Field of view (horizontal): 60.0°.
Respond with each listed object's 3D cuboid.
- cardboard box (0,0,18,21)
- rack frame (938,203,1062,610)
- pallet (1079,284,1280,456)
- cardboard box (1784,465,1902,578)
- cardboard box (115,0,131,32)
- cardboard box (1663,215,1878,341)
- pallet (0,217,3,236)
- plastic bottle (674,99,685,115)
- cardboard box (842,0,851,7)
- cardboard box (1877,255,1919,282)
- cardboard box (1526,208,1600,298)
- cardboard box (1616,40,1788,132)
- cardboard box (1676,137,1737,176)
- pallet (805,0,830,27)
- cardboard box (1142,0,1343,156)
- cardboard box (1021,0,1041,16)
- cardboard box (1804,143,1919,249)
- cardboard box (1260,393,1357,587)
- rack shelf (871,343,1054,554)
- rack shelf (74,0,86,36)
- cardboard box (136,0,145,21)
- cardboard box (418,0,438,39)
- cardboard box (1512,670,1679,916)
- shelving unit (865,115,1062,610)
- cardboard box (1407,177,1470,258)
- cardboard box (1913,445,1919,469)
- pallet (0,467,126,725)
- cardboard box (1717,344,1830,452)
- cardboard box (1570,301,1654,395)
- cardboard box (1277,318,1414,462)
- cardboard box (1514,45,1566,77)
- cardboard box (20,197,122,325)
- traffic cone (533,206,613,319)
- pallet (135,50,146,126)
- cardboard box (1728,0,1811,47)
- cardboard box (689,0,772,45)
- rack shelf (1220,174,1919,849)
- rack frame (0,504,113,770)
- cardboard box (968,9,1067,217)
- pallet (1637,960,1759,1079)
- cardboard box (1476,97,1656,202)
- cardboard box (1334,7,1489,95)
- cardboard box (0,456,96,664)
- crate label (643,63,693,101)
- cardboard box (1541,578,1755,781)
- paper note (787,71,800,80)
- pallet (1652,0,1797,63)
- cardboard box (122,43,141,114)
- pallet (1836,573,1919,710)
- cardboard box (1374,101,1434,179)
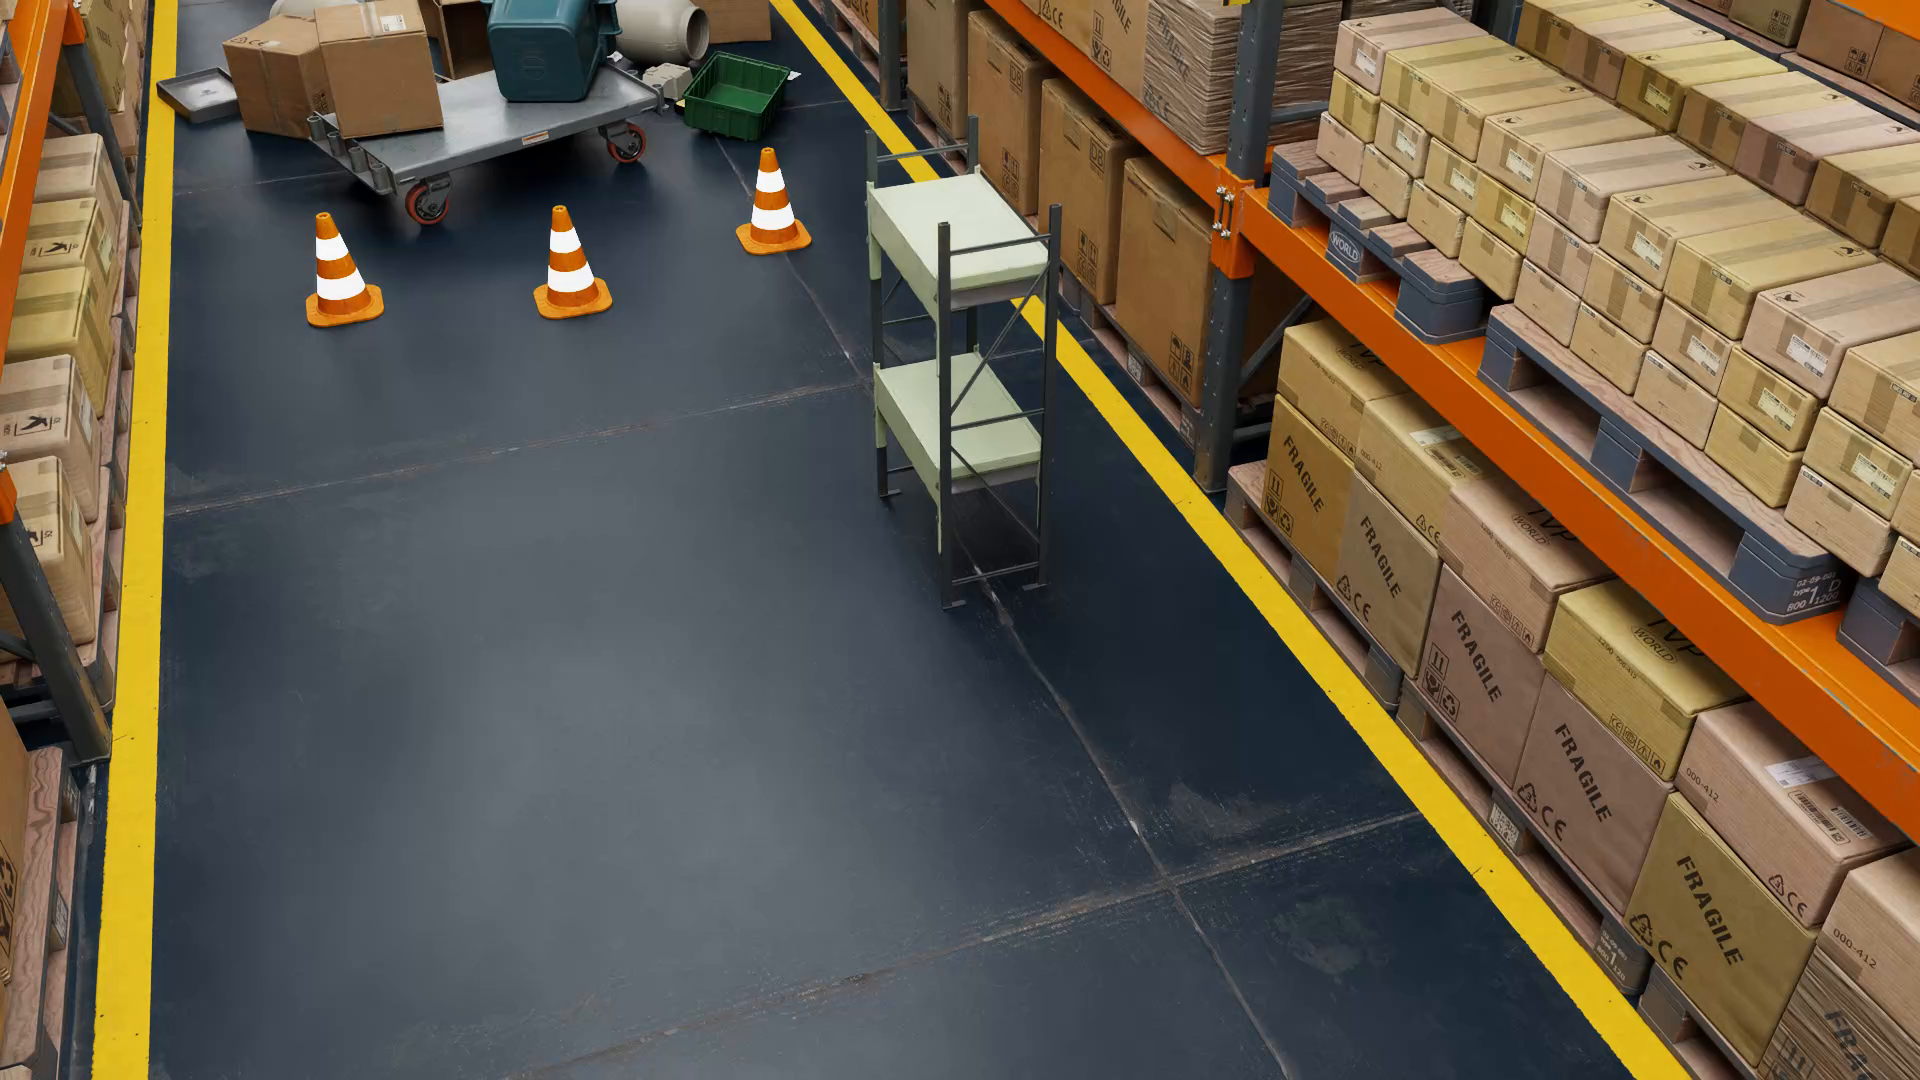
[{"bbox_3d":[-3.856,-2.085,6.385,0.380,0.149,0.250,-12,39,-16],"label":"cardboard box"},{"bbox_3d":[0.124,-0.396,5.529,0.400,1.500,0.023,-12,39,-16],"label":"rack frame"},{"bbox_3d":[1.209,-0.855,7.210,1.003,0.211,1.213,-12,39,-16],"label":"pallet"},{"bbox_3d":[2.102,-0.084,3.729,0.380,0.149,0.250,-14,39,-18],"label":"cardboard box"},{"bbox_3d":[-4.902,-3.037,9.102,0.500,0.500,0.500,-10,38,-14],"label":"cardboard box"},{"bbox_3d":[1.922,-0.628,3.956,0.380,0.149,0.250,-13,39,-17],"label":"cardboard box"},{"bbox_3d":[-3.549,-0.730,4.885,1.213,0.211,1.003,-12,39,-16],"label":"pallet"},{"bbox_3d":[-1.479,-2.437,9.435,0.283,0.061,0.133,27,44,31],"label":"plastic bottle"},{"bbox_3d":[-0.432,-3.965,10.437,0.875,0.875,0.875,-12,39,-16],"label":"cardboard box"},{"bbox_3d":[2.542,-0.635,4.213,0.380,0.149,0.250,-13,39,-17],"label":"cardboard box"},{"bbox_3d":[1.749,-0.793,4.422,0.380,0.149,0.250,-12,39,-16],"label":"cardboard box"},{"bbox_3d":[2.183,-1.341,4.902,0.380,0.149,0.250,-11,38,-15],"label":"cardboard box"},{"bbox_3d":[2.279,-1.069,4.789,0.380,0.149,0.250,-12,39,-16],"label":"cardboard box"},{"bbox_3d":[-0.579,-3.790,11.106,1.003,0.211,1.213,-12,39,-16],"label":"pallet"},{"bbox_3d":[1.002,-1.747,5.993,0.500,0.500,0.500,-12,39,-16],"label":"cardboard box"},{"bbox_3d":[0.479,-2.600,7.125,0.500,0.500,0.500,-12,39,-15],"label":"cardboard box"},{"bbox_3d":[2.451,-0.900,4.317,0.380,0.149,0.250,-11,38,-14],"label":"cardboard box"},{"bbox_3d":[1.413,-0.225,5.784,0.500,0.500,0.500,-14,39,-18],"label":"cardboard box"},{"bbox_3d":[-0.002,-0.342,6.000,0.431,0.370,0.720,-12,39,-16],"label":"rack shelf"},{"bbox_3d":[-5.268,-3.528,9.039,1.077,0.370,4.000,-12,39,-16],"label":"rack shelf"},{"bbox_3d":[-5.255,-3.319,10.100,0.500,0.250,0.500,-12,39,-16],"label":"cardboard box"},{"bbox_3d":[-2.975,-3.480,10.452,0.637,0.503,0.797,19,41,23],"label":"cardboard box"},{"bbox_3d":[1.946,0.636,4.641,0.500,0.500,0.500,-13,39,-17],"label":"cardboard box"},{"bbox_3d":[-0.002,-0.603,5.804,0.431,1.500,0.755,-12,39,-16],"label":"shelving unit"},{"bbox_3d":[1.559,-0.977,4.913,0.380,0.149,0.250,-11,38,-14],"label":"cardboard box"},{"bbox_3d":[2.193,-0.186,3.369,0.380,0.149,0.250,-13,39,-16],"label":"cardboard box"},{"bbox_3d":[-3.471,0.246,5.748,1.003,0.211,1.213,-12,39,-16],"label":"pallet"},{"bbox_3d":[2.006,-0.362,3.850,0.380,0.149,0.250,-12,39,-16],"label":"cardboard box"},{"bbox_3d":[1.832,-0.532,4.323,0.380,0.149,0.250,-12,39,-15],"label":"cardboard box"},{"bbox_3d":[1.419,-0.537,5.575,0.500,0.250,0.500,-14,39,-18],"label":"cardboard box"},{"bbox_3d":[2.007,-1.509,5.373,0.380,0.149,0.250,-12,39,-15],"label":"cardboard box"},{"bbox_3d":[-4.147,-1.102,7.056,0.950,0.372,0.625,-10,38,-13],"label":"cardboard box"},{"bbox_3d":[-1.800,-1.305,7.598,0.336,0.463,0.334,-12,39,-16],"label":"traffic cone"},{"bbox_3d":[-5.268,-2.634,9.572,1.003,0.211,1.213,-12,39,-16],"label":"pallet"},{"bbox_3d":[5.062,-3.290,9.837,0.700,0.500,0.500,-13,39,-16],"label":"cardboard box"},{"bbox_3d":[-1.465,-3.434,10.392,0.500,0.500,0.500,-6,37,-8],"label":"cardboard box"},{"bbox_3d":[2.097,-0.091,4.475,1.077,0.370,4.000,-12,39,-16],"label":"rack shelf"},{"bbox_3d":[-3.204,-0.426,4.322,1.000,3.000,0.127,-12,39,-16],"label":"rack frame"},{"bbox_3d":[0.659,-2.159,8.144,1.050,0.750,0.750,-12,39,-16],"label":"cardboard box"},{"bbox_3d":[2.516,1.426,4.181,1.003,0.211,1.213,-12,39,-16],"label":"pallet"},{"bbox_3d":[1.652,-1.071,4.544,0.380,0.149,0.250,-14,39,-18],"label":"cardboard box"},{"bbox_3d":[1.388,-1.509,5.126,0.380,0.149,0.250,-12,39,-16],"label":"cardboard box"},{"bbox_3d":[-3.389,0.135,5.413,0.950,0.372,0.625,-15,40,-19],"label":"cardboard box"},{"bbox_3d":[-1.702,-2.670,9.681,0.250,0.136,0.298,19,41,23],"label":"crate label"},{"bbox_3d":[1.932,0.326,4.430,0.500,0.250,0.500,-14,39,-18],"label":"cardboard box"},{"bbox_3d":[-1.049,-2.774,9.907,0.142,0.020,0.147,19,41,23],"label":"paper note"},{"bbox_3d":[4.994,-3.184,10.302,1.003,0.211,1.213,-12,39,-16],"label":"pallet"},{"bbox_3d":[-4.724,-2.443,8.937,0.500,0.250,0.500,-10,38,-13],"label":"cardboard box"},{"bbox_3d":[2.659,0.367,3.430,1.003,0.211,1.213,-12,39,-16],"label":"pallet"},{"bbox_3d":[1.482,-1.227,4.998,0.380,0.149,0.250,-11,38,-14],"label":"cardboard box"}]
